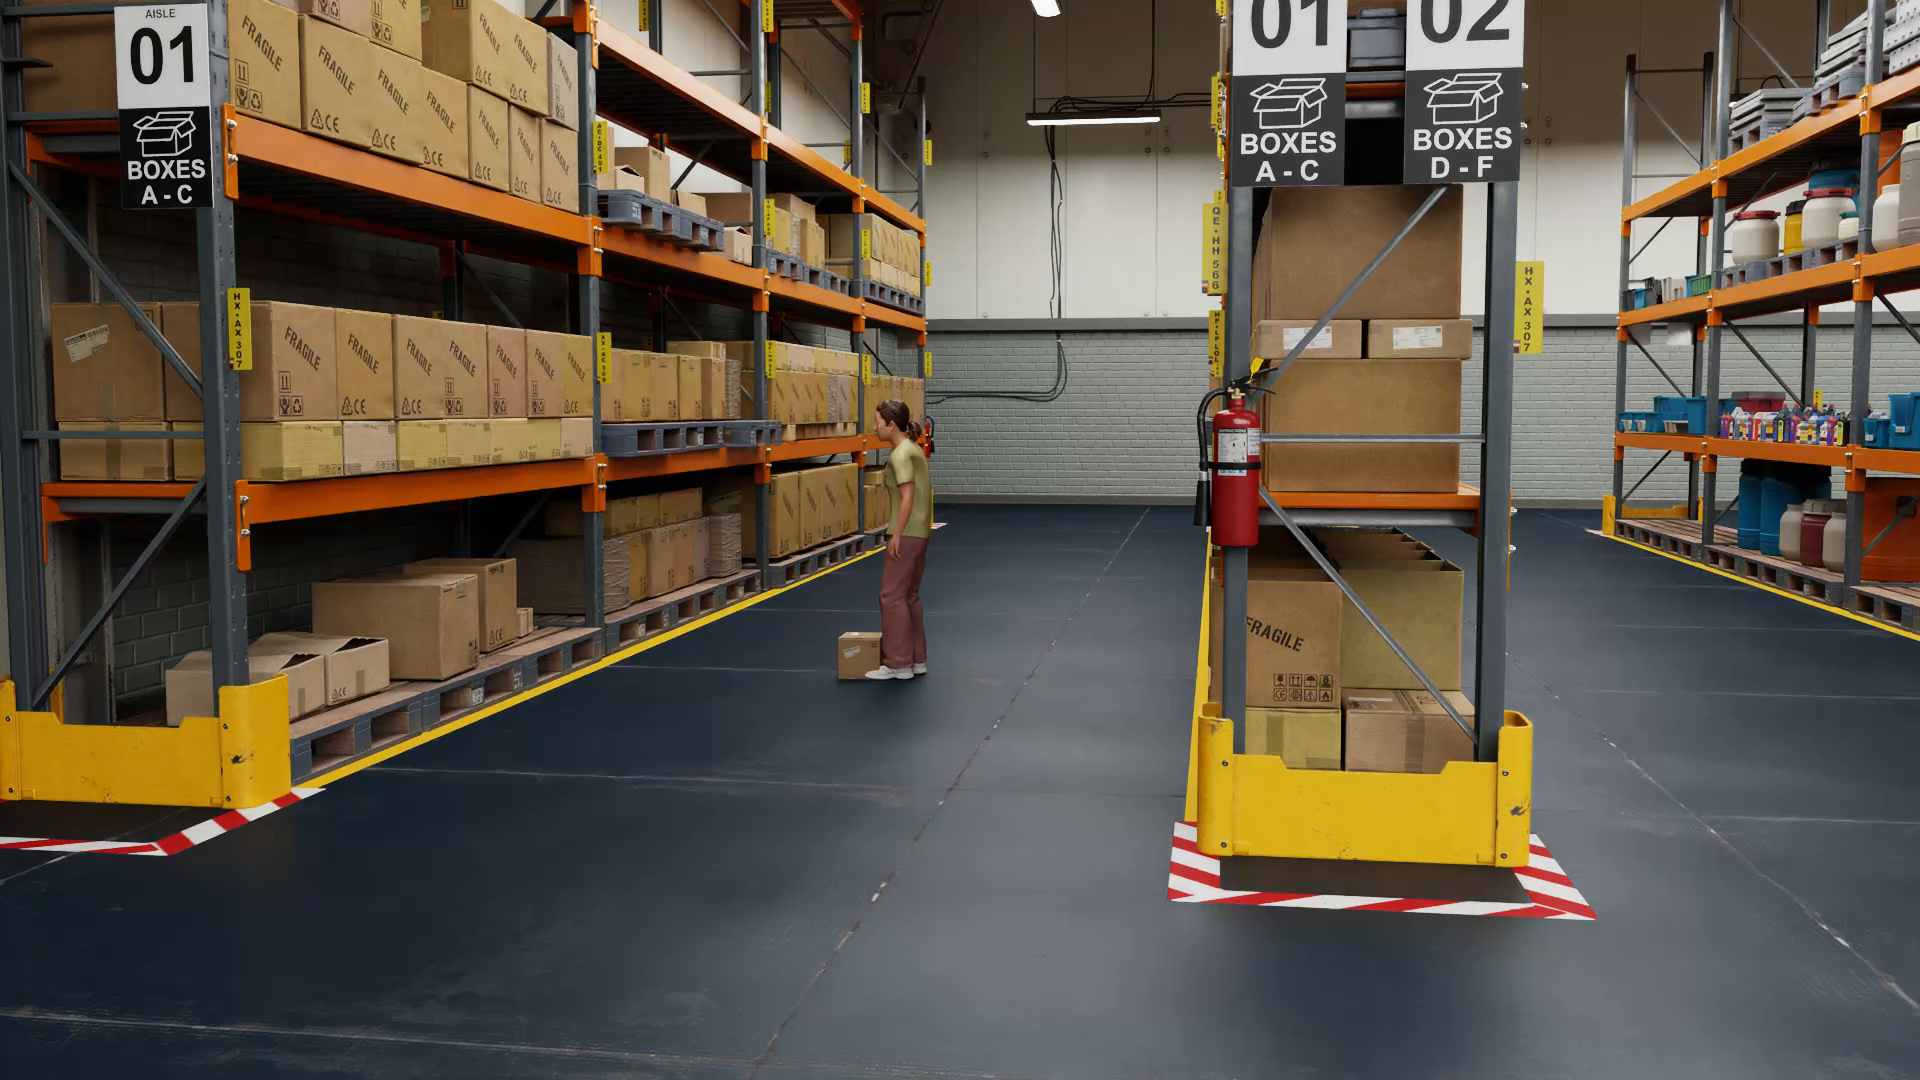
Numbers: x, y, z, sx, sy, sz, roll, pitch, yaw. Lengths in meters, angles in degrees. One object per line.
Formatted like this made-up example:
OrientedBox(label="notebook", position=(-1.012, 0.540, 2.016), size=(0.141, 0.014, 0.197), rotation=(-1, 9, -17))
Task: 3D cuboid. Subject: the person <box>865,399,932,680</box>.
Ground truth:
OrientedBox(label="person", position=(-0.372, -0.008, 9.957), size=(0.407, 1.673, 0.515), rotation=(1, 5, 7))
